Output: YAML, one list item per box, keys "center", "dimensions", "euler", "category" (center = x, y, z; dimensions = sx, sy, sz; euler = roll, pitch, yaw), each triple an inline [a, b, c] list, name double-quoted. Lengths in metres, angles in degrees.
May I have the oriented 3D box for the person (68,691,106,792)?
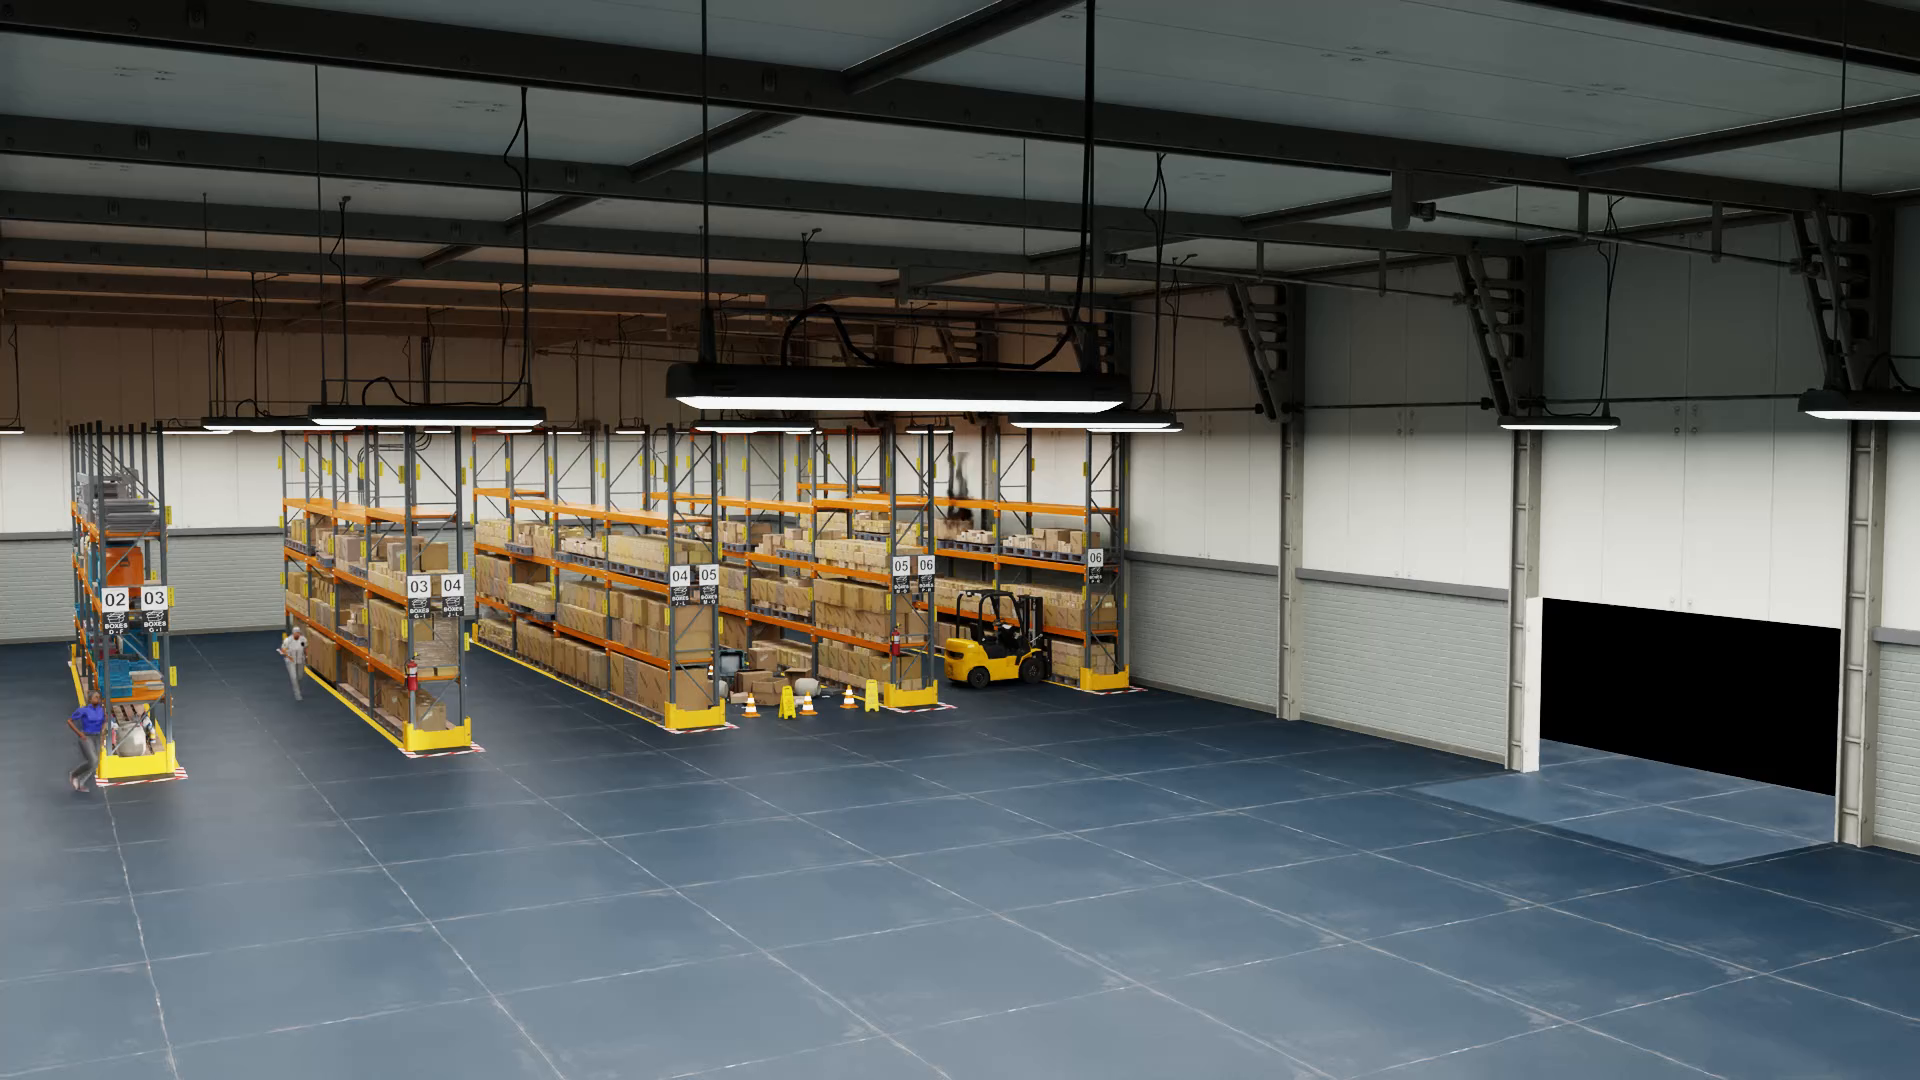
- center: [-14.076, 3.254, 26.957]
  dimensions: [0.493, 1.594, 0.586]
  euler: [1, 4, 18]
  category: "person"

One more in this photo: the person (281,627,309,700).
- center: [-14.594, 2.688, 36.492]
  dimensions: [0.580, 1.610, 0.826]
  euler: [-2, 4, -28]
  category: "person"

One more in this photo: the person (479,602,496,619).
- center: [-13.536, 1.924, 47.740]
  dimensions: [0.602, 1.726, 0.661]
  euler: [-2, 4, -25]
  category: "person"
